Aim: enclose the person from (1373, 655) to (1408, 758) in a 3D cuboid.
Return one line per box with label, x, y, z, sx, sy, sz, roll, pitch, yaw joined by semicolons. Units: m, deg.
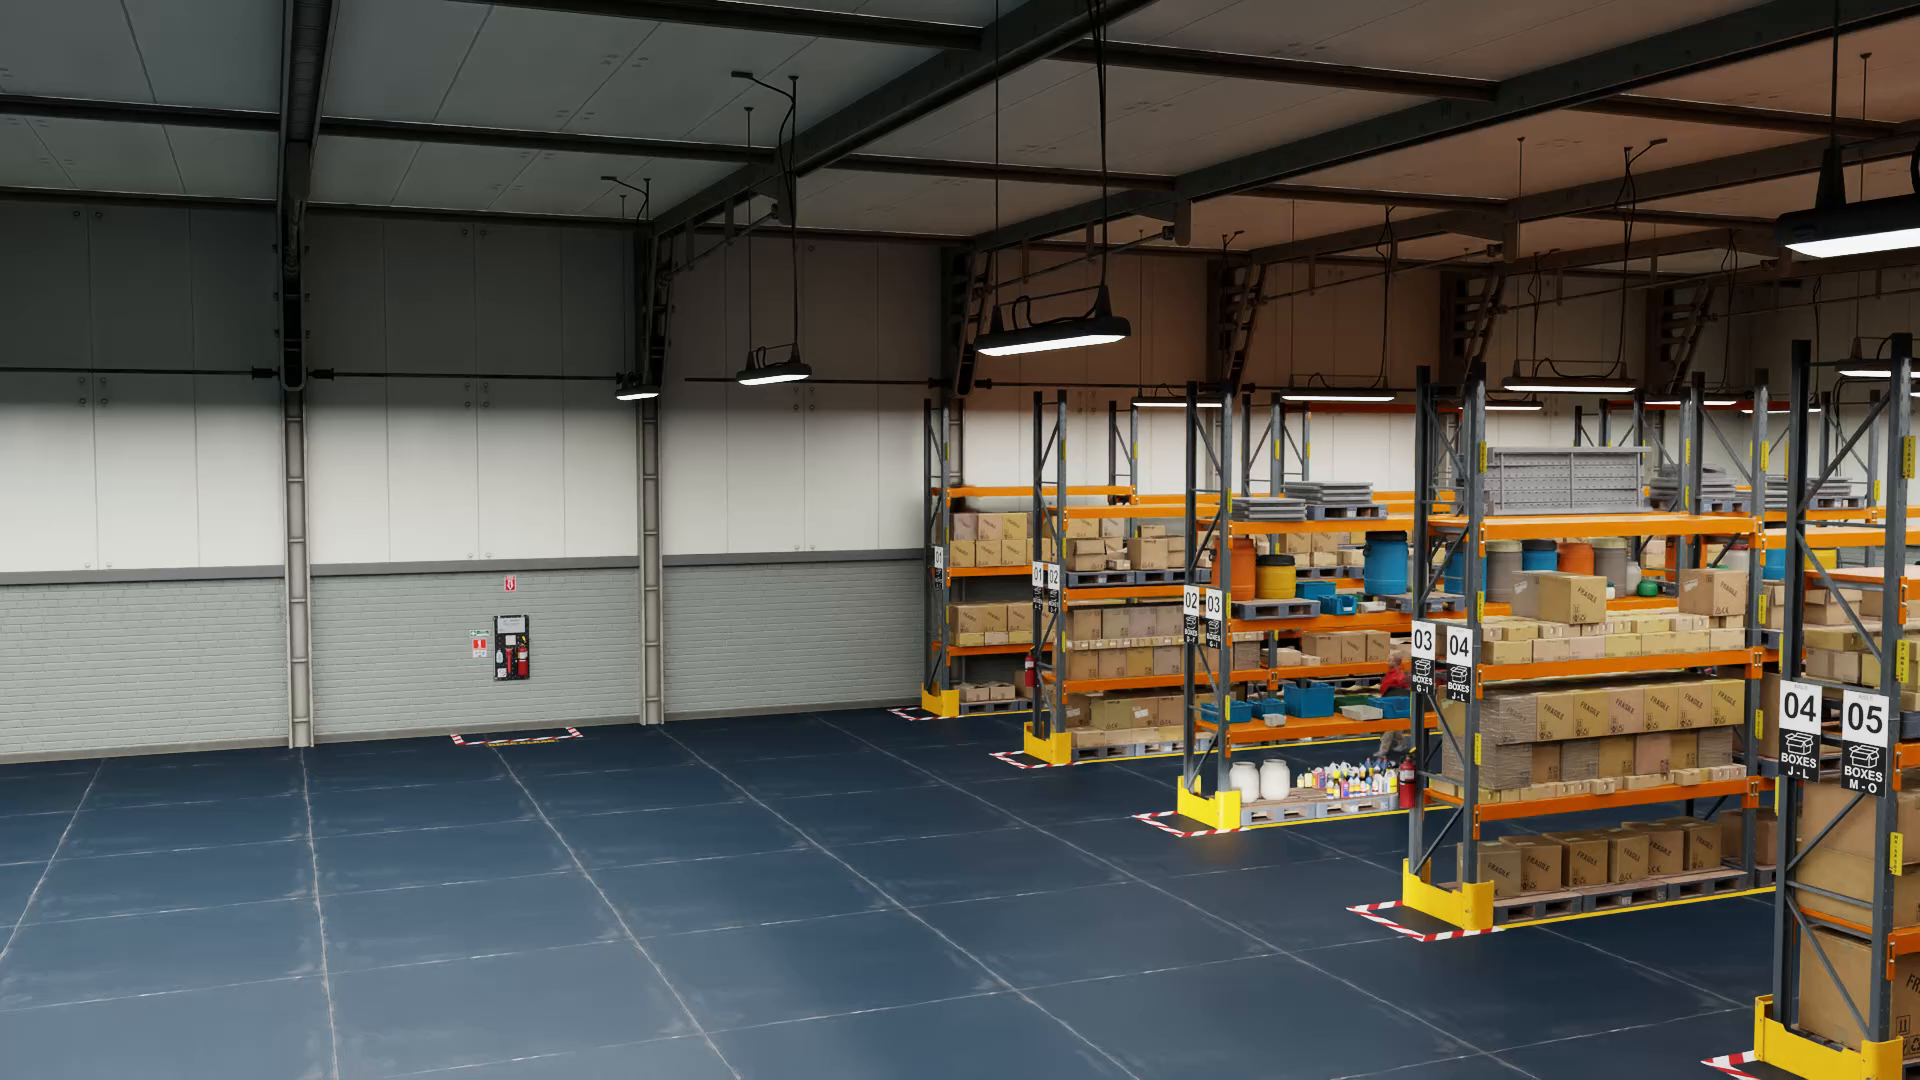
person;7.061;2.714;27.301;1.019;1.679;0.651;-2;4;-34
